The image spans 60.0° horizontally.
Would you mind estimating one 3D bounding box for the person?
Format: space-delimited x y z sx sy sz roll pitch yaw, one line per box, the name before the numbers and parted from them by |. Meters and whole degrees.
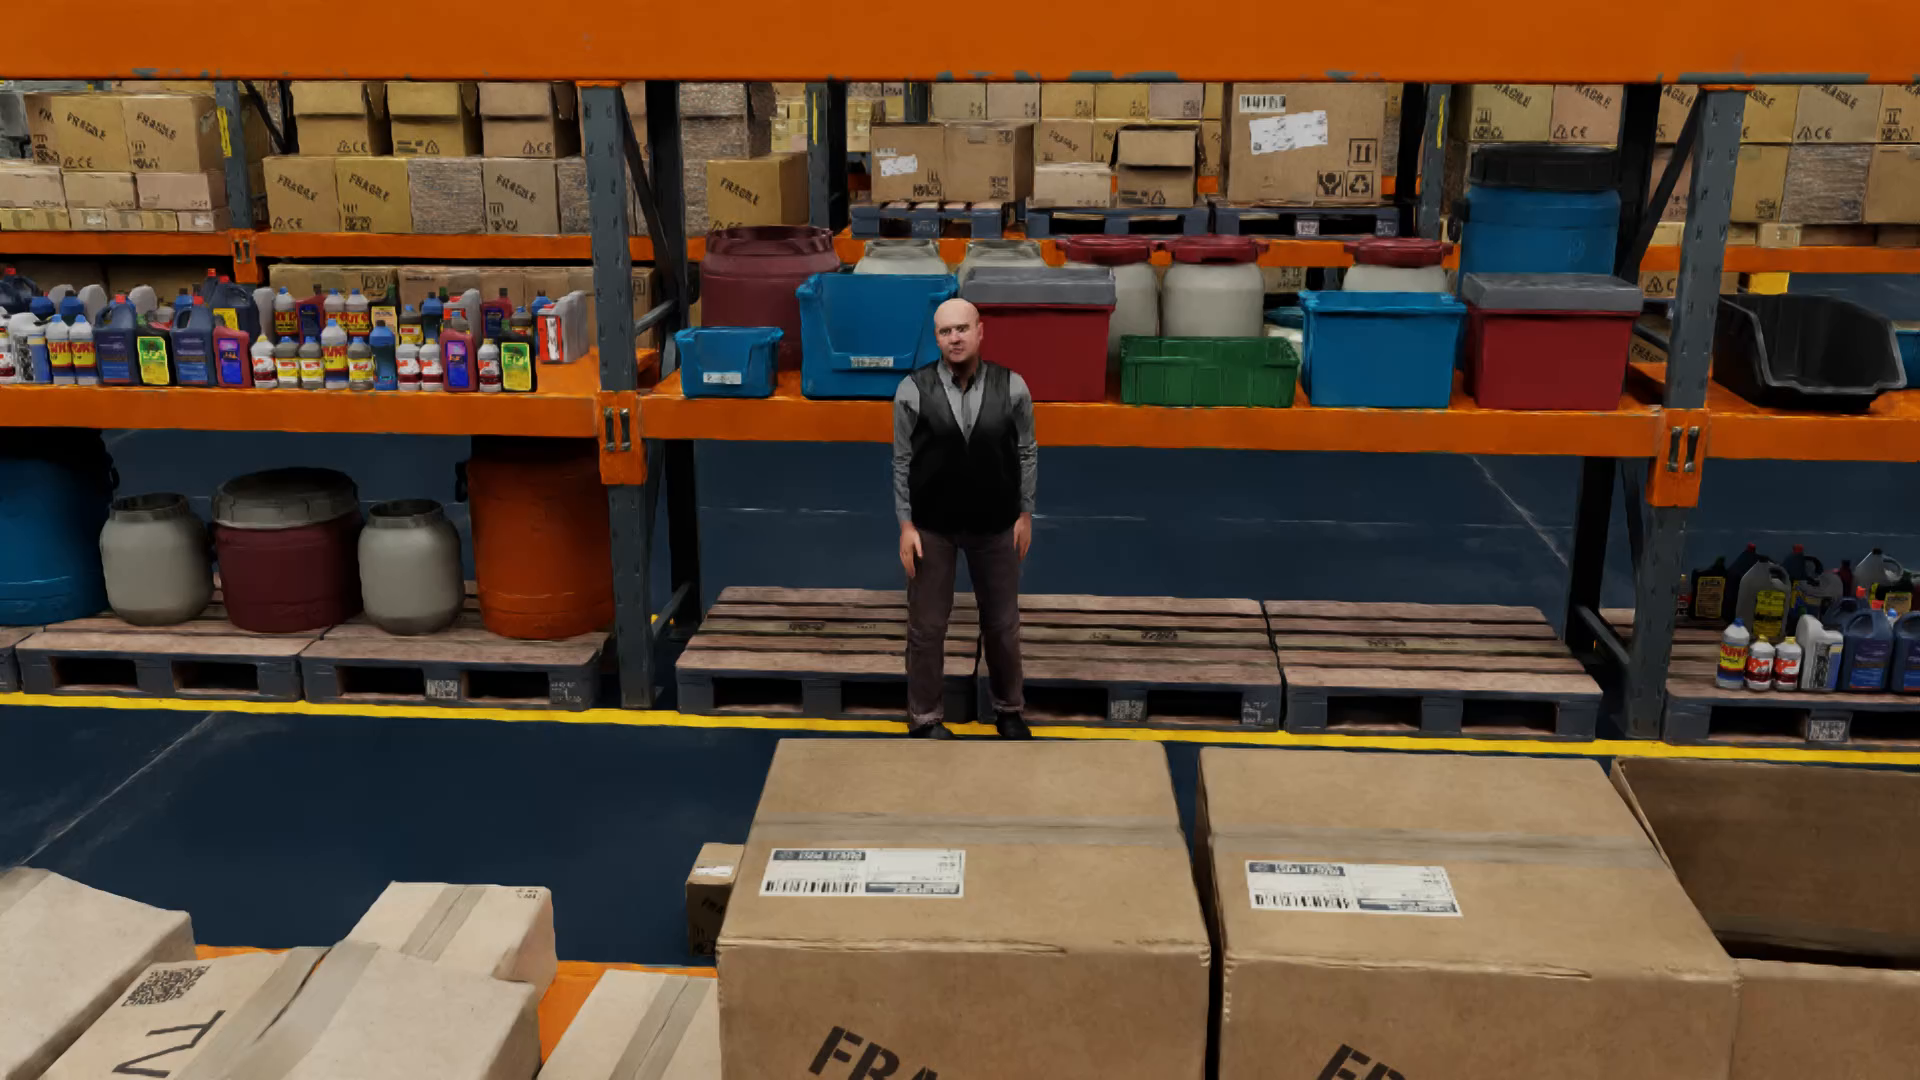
person | 0.026 -0.039 6.201 0.549 1.722 0.405 -2 17 -7
